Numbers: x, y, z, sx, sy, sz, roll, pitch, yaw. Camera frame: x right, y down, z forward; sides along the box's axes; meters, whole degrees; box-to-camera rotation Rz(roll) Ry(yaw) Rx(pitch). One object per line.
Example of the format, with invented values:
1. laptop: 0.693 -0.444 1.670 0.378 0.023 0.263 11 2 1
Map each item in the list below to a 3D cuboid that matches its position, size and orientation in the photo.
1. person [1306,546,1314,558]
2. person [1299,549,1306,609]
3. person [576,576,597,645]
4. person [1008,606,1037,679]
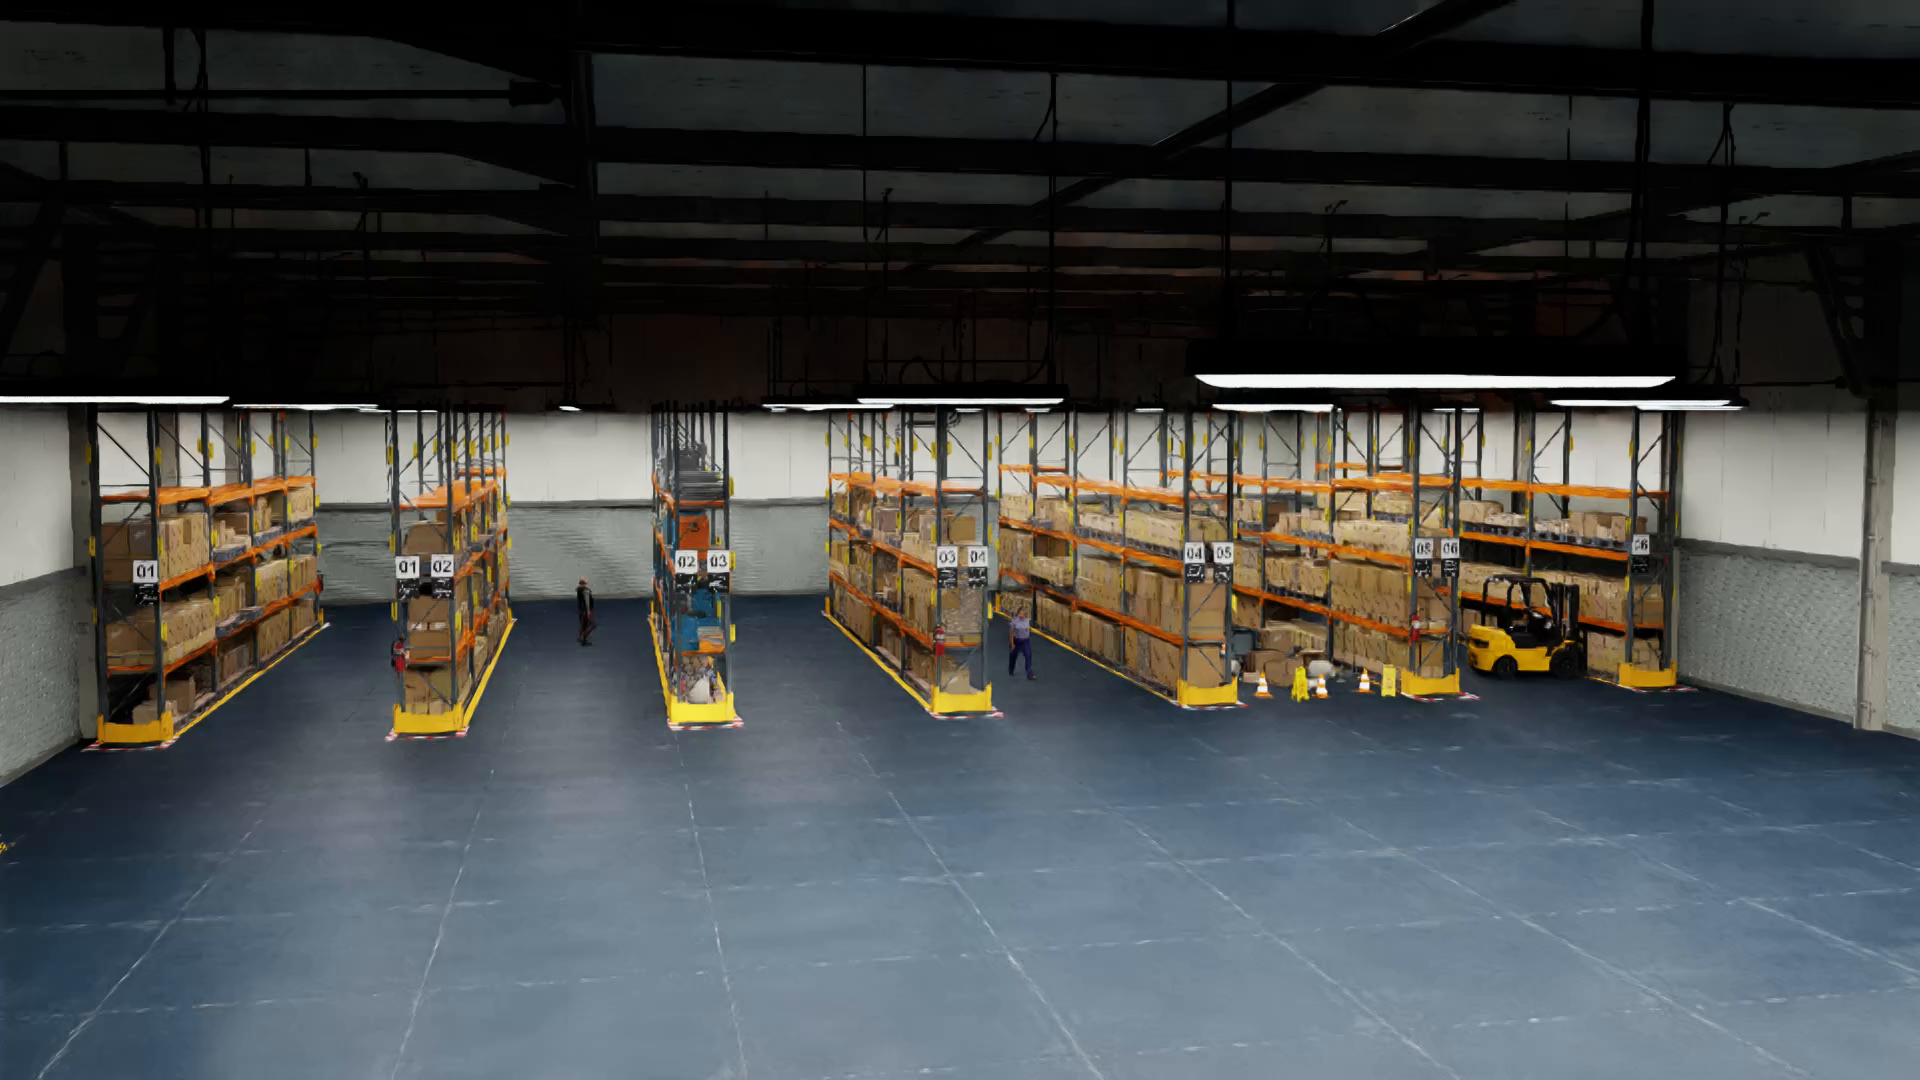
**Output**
1. person: 10.948 0.988 51.834 0.529 1.673 0.448 -4 6 -41
2. person: 10.047 1.157 48.624 0.640 1.770 0.677 -1 4 -7
3. person: -9.304 1.758 41.210 0.447 1.720 0.569 -3 5 -38
4. person: 1.298 2.210 36.030 0.481 1.565 1.091 -1 4 -14
